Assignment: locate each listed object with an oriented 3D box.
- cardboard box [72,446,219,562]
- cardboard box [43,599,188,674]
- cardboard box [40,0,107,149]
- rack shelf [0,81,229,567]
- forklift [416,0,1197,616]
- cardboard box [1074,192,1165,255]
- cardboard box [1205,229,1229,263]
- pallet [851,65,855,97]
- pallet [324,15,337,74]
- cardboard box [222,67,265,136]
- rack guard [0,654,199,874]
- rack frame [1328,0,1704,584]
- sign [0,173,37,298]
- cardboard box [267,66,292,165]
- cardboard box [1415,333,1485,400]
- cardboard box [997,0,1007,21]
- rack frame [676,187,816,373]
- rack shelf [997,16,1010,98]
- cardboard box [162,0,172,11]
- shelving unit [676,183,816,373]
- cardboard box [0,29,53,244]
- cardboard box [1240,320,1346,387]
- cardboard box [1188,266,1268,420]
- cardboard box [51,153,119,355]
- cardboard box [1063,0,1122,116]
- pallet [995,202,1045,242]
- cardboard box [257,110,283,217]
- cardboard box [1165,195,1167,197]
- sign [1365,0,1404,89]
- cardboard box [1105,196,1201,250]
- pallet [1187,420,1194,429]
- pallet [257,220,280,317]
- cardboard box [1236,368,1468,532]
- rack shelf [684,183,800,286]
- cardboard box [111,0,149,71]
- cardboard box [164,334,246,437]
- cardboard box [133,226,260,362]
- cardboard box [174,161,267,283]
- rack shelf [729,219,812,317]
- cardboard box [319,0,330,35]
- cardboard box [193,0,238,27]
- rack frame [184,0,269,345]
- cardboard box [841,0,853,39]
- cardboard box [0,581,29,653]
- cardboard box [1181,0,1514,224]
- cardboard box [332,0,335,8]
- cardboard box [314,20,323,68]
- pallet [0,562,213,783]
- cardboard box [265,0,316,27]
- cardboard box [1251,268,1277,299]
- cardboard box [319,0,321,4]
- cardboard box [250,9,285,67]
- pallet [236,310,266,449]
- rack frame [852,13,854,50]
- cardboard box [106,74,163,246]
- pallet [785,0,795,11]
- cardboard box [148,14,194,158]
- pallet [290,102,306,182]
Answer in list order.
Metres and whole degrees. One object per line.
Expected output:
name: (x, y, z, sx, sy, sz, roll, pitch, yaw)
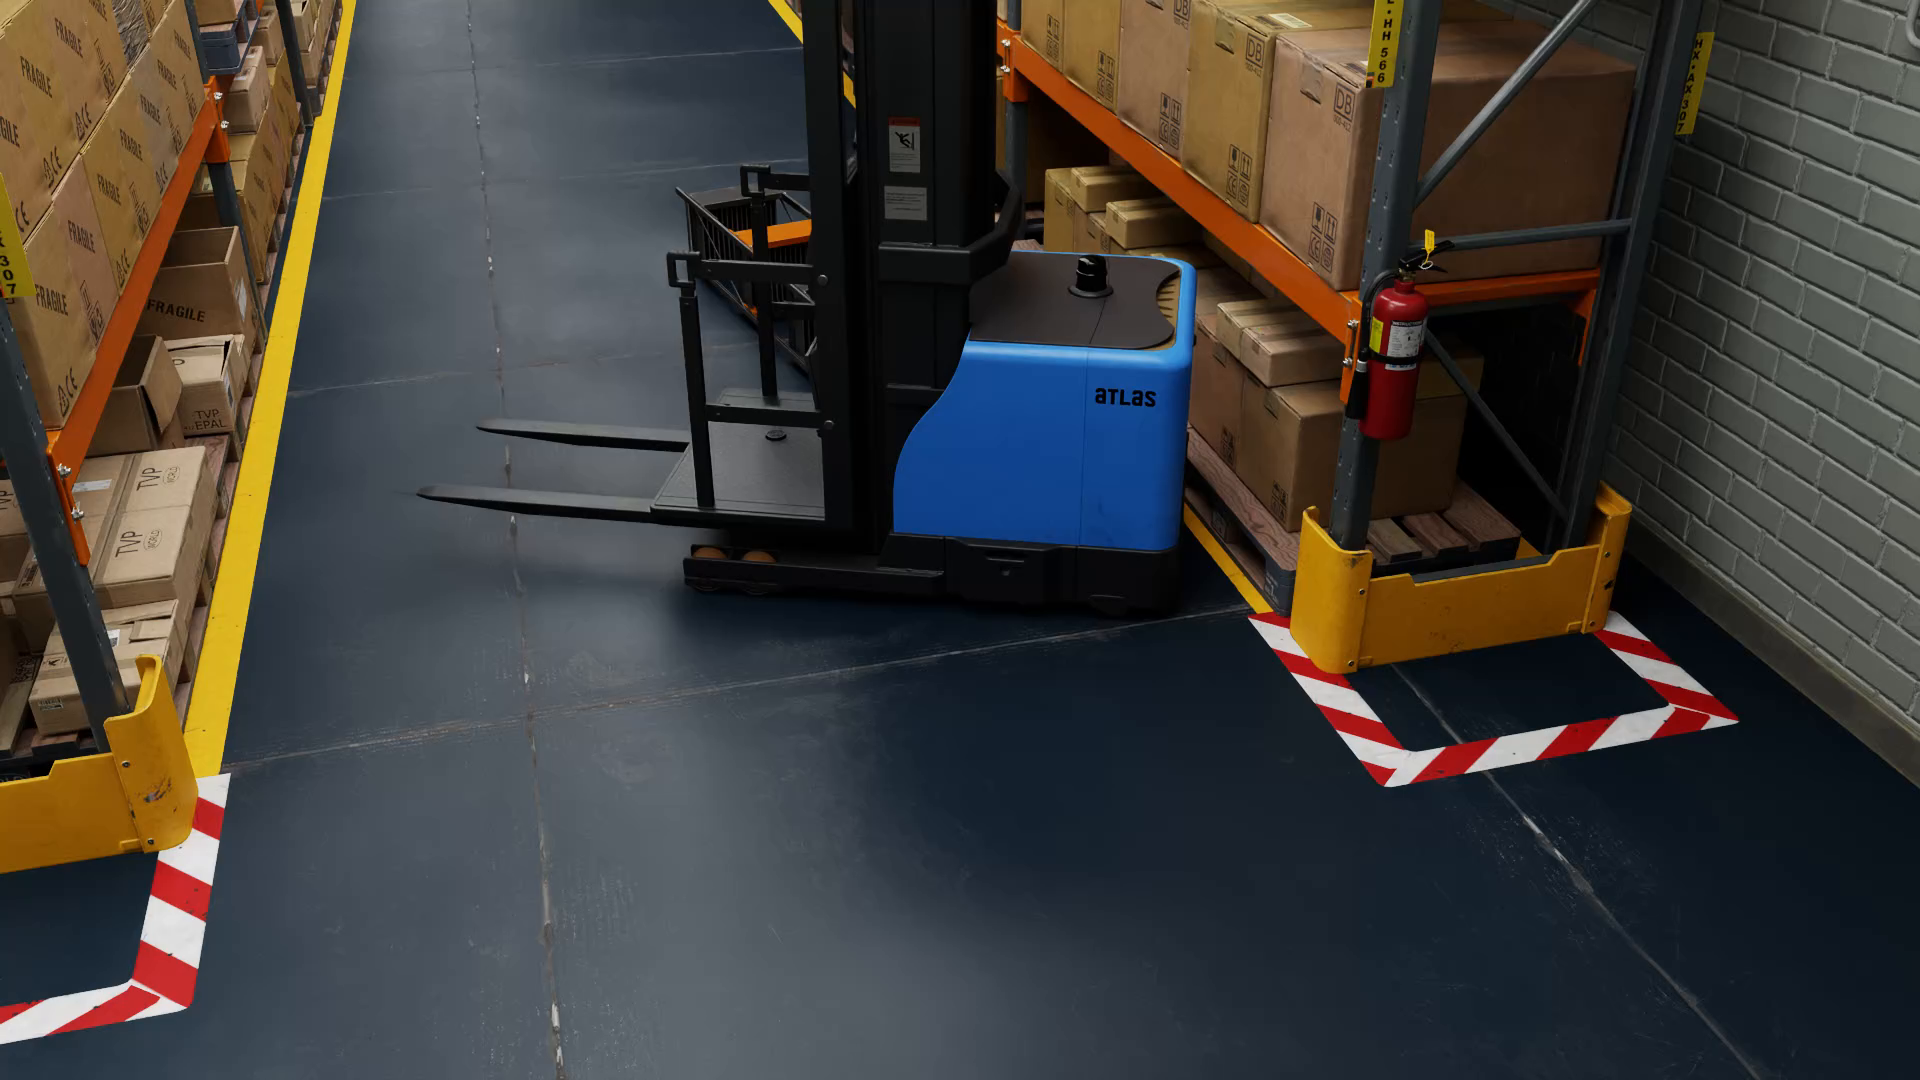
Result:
cardboard box: (-3.103, -0.107, 6.247, 0.500, 0.250, 0.500, -8, 31, -13)
cardboard box: (-2.813, 0.343, 5.552, 0.380, 0.166, 0.250, -8, 31, -13)
cardboard box: (-3.105, -1.543, 5.323, 0.500, 0.500, 0.500, -7, 31, -13)
rack shelf: (-3.498, -0.978, 6.164, 1.077, 0.370, 4.000, -8, 31, -13)
forklift: (-0.621, -1.314, 6.094, 3.031, 2.935, 1.130, 4, 30, 7)
cardboard box: (0.976, -1.398, 8.247, 0.700, 0.500, 0.500, -8, 31, -14)
cardboard box: (1.347, -1.390, 7.586, 0.380, 0.149, 0.250, -8, 31, -14)
pallet: (-0.179, -3.250, 12.155, 1.003, 0.211, 1.213, -8, 31, -13)
pallet: (-5.591, -3.972, 13.401, 1.003, 0.211, 1.213, -8, 31, -13)
cardboard box: (-4.188, -2.438, 9.275, 0.500, 0.250, 0.500, -8, 31, -13)
rack guard: (-2.987, 0.721, 5.005, 1.175, 0.500, 0.348, -8, 31, -13)
rack frame: (1.808, -0.984, 5.456, 1.000, 3.000, 0.127, -8, 31, -13)
sign: (-2.444, -0.771, 4.223, 0.100, 0.325, 0.005, -8, 31, -13)
cardboard box: (-4.479, -2.626, 10.348, 0.500, 0.500, 0.500, -9, 31, -15)
cardboard box: (1.752, -0.656, 6.317, 0.380, 0.149, 0.250, -8, 31, -13)
cardboard box: (0.384, -2.942, 9.069, 0.380, 0.149, 0.250, -8, 31, -13)
rack frame: (-1.091, -1.325, 8.550, 0.015, 0.400, 2.100, -15, 33, -24)
rack shelf: (0.215, -3.571, 10.643, 1.077, 0.370, 4.000, -8, 31, -13)
cardboard box: (-3.645, -2.522, 7.015, 0.500, 0.500, 0.500, -8, 31, -13)
shelving unit: (-0.874, -1.382, 8.648, 0.503, 0.431, 2.100, -15, 33, -24)
cardboard box: (-2.831, -1.049, 4.470, 0.500, 0.500, 0.500, -7, 31, -12)
cardboard box: (1.316, -0.727, 6.441, 0.380, 0.149, 0.250, -8, 31, -14)
cardboard box: (1.259, -0.893, 7.375, 0.700, 0.500, 0.500, -9, 31, -15)
cardboard box: (-2.973, -0.865, 5.150, 0.500, 0.500, 0.500, -8, 31, -14)
cardboard box: (1.063, -2.428, 7.652, 0.980, 0.700, 0.700, -9, 31, -15)
pallet: (0.469, -2.072, 10.119, 1.003, 0.211, 1.213, -8, 31, -13)
cardboard box: (-4.200, -2.129, 9.490, 0.500, 0.500, 0.500, -7, 31, -13)
cardboard box: (1.211, -1.637, 8.012, 0.380, 0.149, 0.250, -9, 31, -15)
sign: (1.281, -1.522, 4.994, 0.100, 0.325, 0.005, -8, 31, -13)
cardboard box: (0.900, -1.480, 7.742, 0.380, 0.149, 0.250, -9, 31, -15)
pallet: (1.200, -0.741, 7.820, 1.003, 0.211, 1.213, -8, 31, -13)
pallet: (-4.281, -1.437, 9.021, 1.003, 0.211, 1.213, -8, 31, -13)
cardboard box: (1.526, -0.409, 6.538, 0.700, 0.500, 0.500, -8, 31, -13)
rack shelf: (-1.192, -1.686, 9.174, 0.480, 0.431, 0.518, -15, 33, -24)
cardboard box: (-3.373, -2.031, 6.167, 0.500, 0.500, 0.500, -8, 31, -13)
cardboard box: (-3.405, -0.683, 7.180, 0.500, 0.311, 0.500, -8, 31, -13)
cardboard box: (-3.604, -1.127, 7.758, 0.500, 0.500, 0.500, -8, 31, -13)
cardboard box: (-3.922, -1.630, 8.628, 0.500, 0.500, 0.500, -9, 31, -16)
rack shelf: (-0.868, -1.376, 8.637, 0.480, 0.431, 0.518, -15, 33, -24)
cardboard box: (-5.360, -4.212, 13.358, 0.500, 0.250, 0.500, -7, 31, -12)
cardboard box: (-3.939, -2.739, 7.969, 0.700, 0.500, 0.500, -19, 35, -30)
rack frame: (-4.029, -2.256, 7.653, 1.000, 3.000, 0.127, -8, 31, -13)
cardboard box: (-0.557, -4.297, 13.236, 0.700, 0.500, 0.500, -7, 31, -13)
cardboard box: (-3.370, 0.275, 5.670, 0.380, 0.166, 0.250, -8, 31, -13)
cardboard box: (1.459, -1.709, 6.409, 0.980, 0.700, 0.700, -8, 31, -14)
cardboard box: (-5.630, -4.705, 14.210, 0.500, 0.250, 0.500, -8, 31, -14)
cardboard box: (-5.080, -3.714, 12.498, 0.500, 0.250, 0.500, -9, 31, -15)
pallet: (-3.200, 0.462, 5.742, 1.003, 0.211, 1.213, -8, 31, -13)
cardboard box: (-5.094, -3.967, 12.374, 0.500, 0.311, 0.500, -9, 31, -15)
cardboard box: (1.482, -1.144, 7.161, 0.380, 0.149, 0.250, -7, 31, -13)
cardboard box: (-5.364, -4.461, 13.229, 0.500, 0.311, 0.500, -8, 31, -14)
cardboard box: (-4.597, -3.174, 10.546, 0.500, 0.250, 0.500, -7, 31, -11)
pallet: (-3.847, -0.717, 7.778, 1.003, 0.211, 1.213, -8, 31, -13)
rack frame: (-0.315, -4.848, 12.132, 1.000, 3.000, 0.127, -8, 31, -13)
cardboard box: (-3.234, -1.349, 5.987, 0.500, 0.500, 0.500, -7, 31, -13)
pallet: (-1.169, -5.197, 15.519, 1.003, 0.211, 1.213, -8, 31, -13)
cardboard box: (-3.510, -1.843, 6.840, 0.500, 0.500, 0.500, -7, 31, -12)
pallet: (-4.929, -2.615, 11.057, 1.003, 0.211, 1.213, -8, 31, -13)
